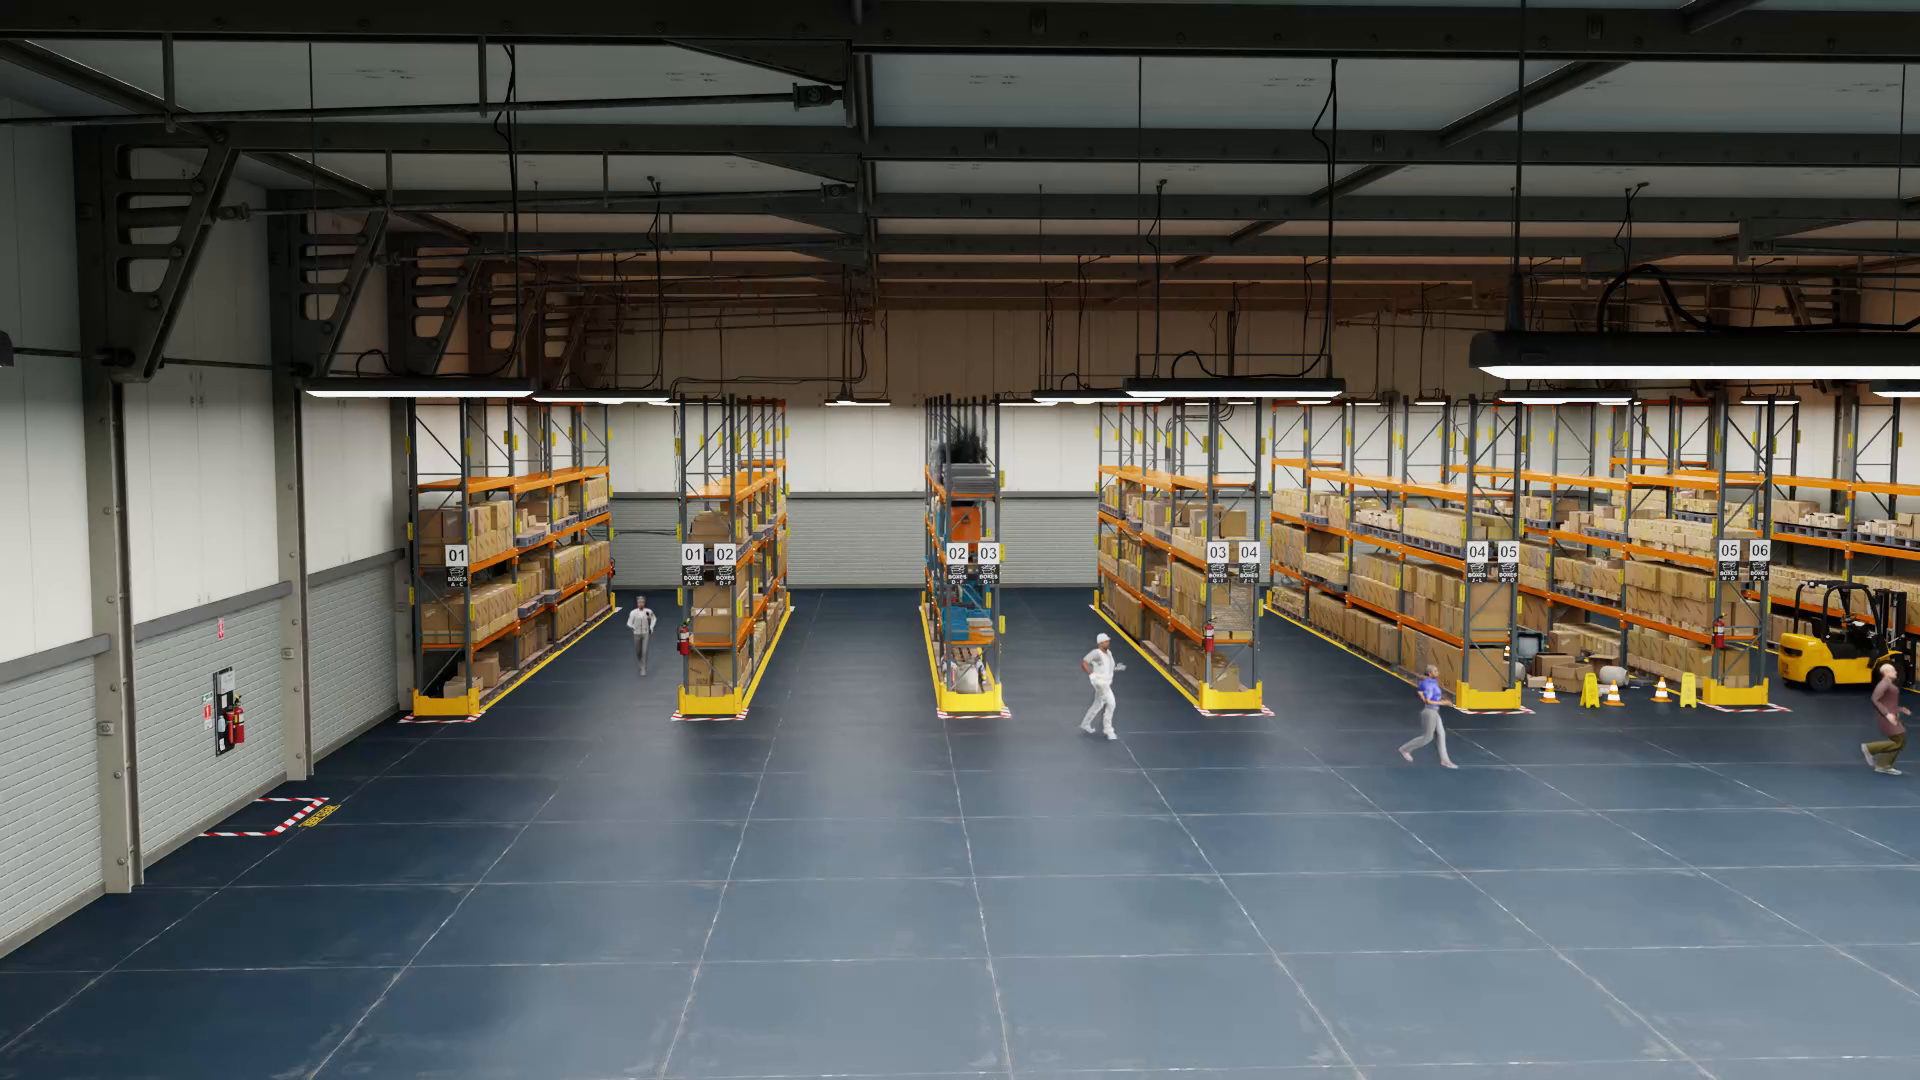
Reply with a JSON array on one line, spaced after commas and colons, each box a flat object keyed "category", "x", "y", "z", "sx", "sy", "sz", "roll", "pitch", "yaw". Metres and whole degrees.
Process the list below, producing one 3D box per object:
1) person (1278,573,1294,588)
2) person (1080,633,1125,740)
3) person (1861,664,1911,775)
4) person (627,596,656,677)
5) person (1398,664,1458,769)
[{"category": "person", "x": 9.675, "y": 1.001, "z": 49.072, "sx": 0.914, "sy": 1.743, "sz": 0.747, "roll": 1, "pitch": 5, "yaw": 15}, {"category": "person", "x": 2.470, "y": 2.548, "z": 28.971, "sx": 0.803, "sy": 1.848, "sz": 0.659, "roll": 2, "pitch": 5, "yaw": 23}, {"category": "person", "x": 14.517, "y": 2.805, "z": 26.059, "sx": 0.637, "sy": 1.733, "sz": 0.710, "roll": 3, "pitch": 6, "yaw": 37}, {"category": "person", "x": -6.854, "y": 2.044, "z": 35.842, "sx": 0.616, "sy": 1.692, "sz": 0.901, "roll": -1, "pitch": 5, "yaw": -10}, {"category": "person", "x": 7.461, "y": 2.798, "z": 26.445, "sx": 0.920, "sy": 1.658, "sz": 0.581, "roll": 2, "pitch": 5, "yaw": 21}]
